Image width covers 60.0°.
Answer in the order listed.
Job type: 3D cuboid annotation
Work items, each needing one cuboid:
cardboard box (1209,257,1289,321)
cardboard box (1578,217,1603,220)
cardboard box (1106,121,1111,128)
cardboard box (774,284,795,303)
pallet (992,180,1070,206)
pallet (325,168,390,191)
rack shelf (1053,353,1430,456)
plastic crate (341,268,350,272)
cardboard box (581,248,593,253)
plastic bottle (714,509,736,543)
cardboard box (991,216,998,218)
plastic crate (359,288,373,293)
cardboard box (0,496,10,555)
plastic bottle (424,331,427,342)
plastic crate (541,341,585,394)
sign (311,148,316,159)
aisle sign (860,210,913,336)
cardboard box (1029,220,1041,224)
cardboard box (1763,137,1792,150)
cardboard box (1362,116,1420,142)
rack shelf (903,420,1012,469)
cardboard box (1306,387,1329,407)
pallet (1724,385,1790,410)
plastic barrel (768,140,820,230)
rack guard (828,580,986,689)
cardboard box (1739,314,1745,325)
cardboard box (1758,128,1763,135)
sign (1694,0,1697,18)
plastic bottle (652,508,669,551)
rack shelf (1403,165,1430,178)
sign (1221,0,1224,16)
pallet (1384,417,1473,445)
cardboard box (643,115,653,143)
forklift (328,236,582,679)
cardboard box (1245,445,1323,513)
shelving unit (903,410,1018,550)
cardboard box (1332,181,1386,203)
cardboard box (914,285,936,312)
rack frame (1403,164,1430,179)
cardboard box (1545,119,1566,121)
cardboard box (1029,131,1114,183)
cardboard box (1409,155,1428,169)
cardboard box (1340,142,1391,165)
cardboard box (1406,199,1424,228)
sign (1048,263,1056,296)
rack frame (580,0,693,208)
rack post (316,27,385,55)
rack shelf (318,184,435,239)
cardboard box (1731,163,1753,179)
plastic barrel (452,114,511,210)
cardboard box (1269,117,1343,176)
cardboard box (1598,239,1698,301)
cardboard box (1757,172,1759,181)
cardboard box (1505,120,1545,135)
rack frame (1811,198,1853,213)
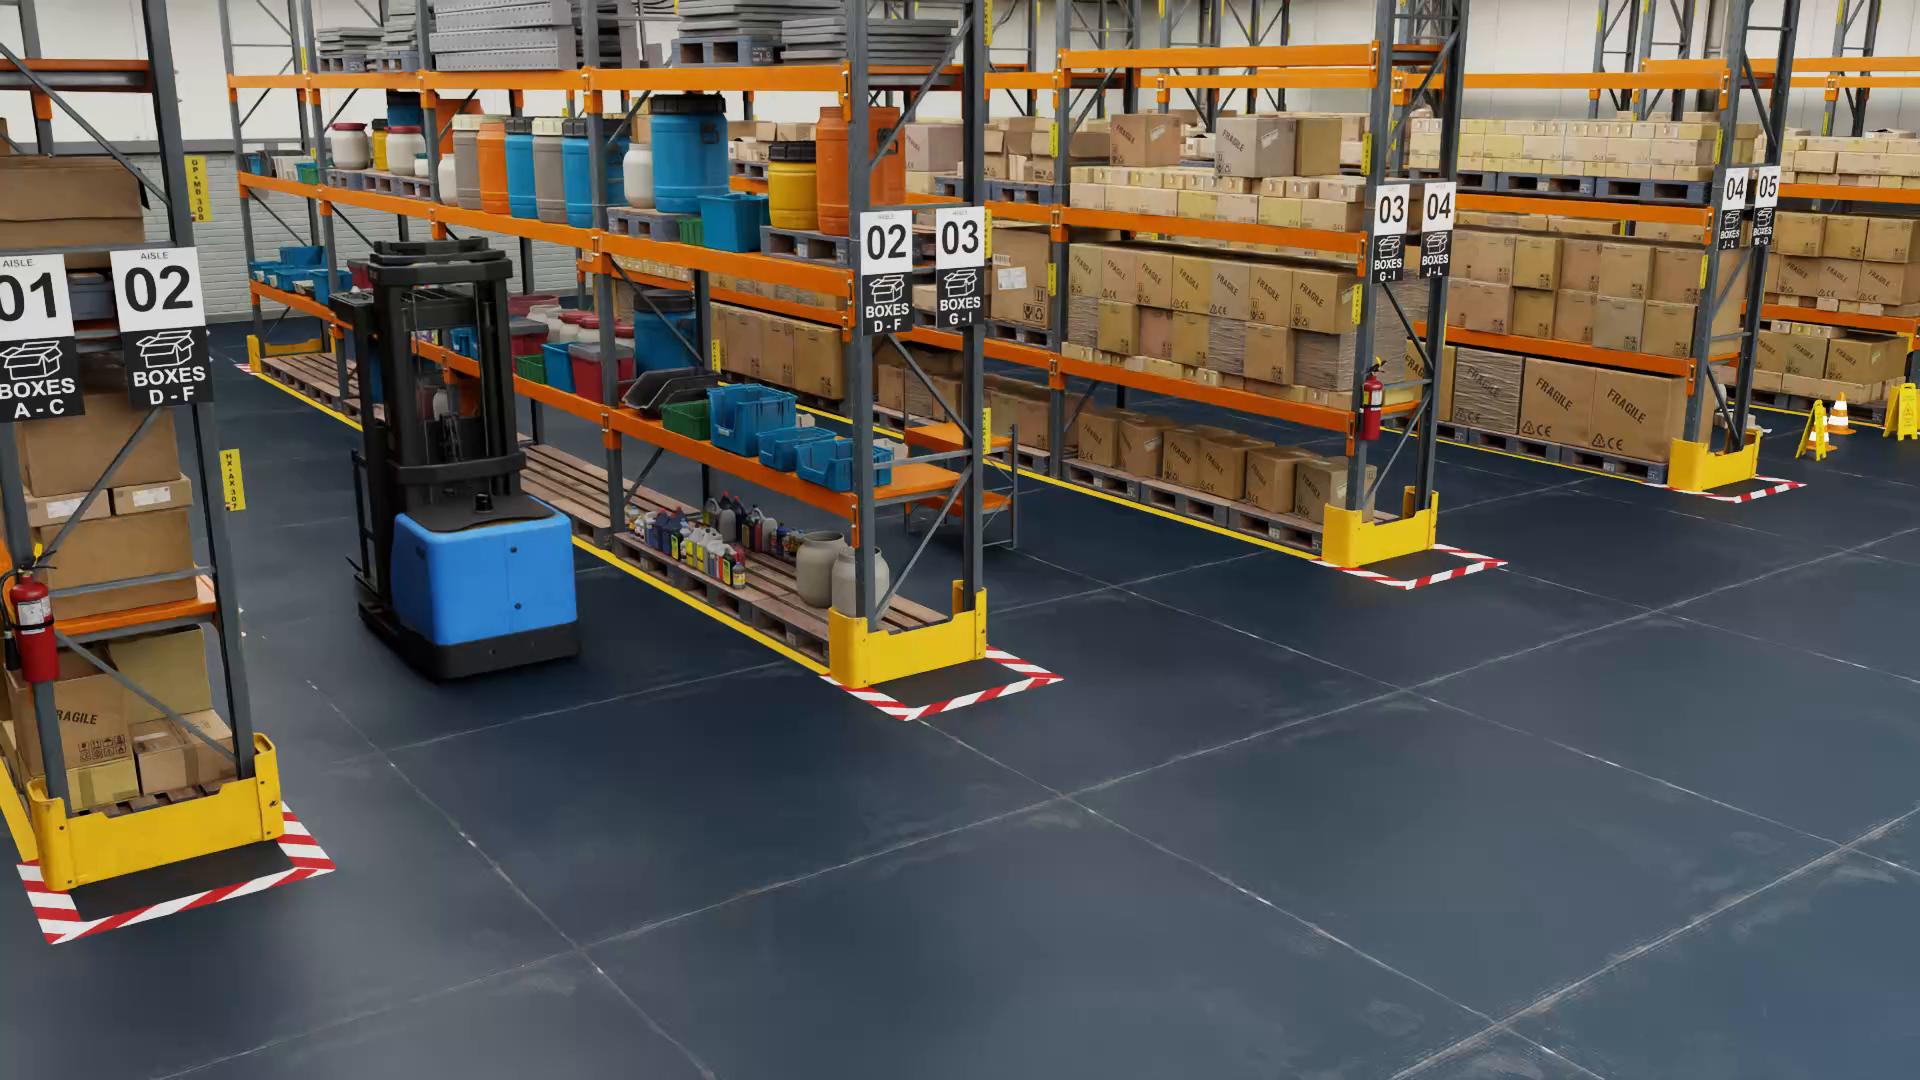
[{"bbox_3d":[2.616,-2.277,15.068,0.500,0.500,0.500,-11,19,-35],"label":"cardboard box"},{"bbox_3d":[9.055,-4.349,23.737,0.500,0.500,0.500,-11,19,-34],"label":"cardboard box"},{"bbox_3d":[2.675,-7.809,31.543,0.500,0.250,0.500,-13,20,-40],"label":"cardboard box"},{"bbox_3d":[-2.061,-3.353,21.454,0.500,0.500,0.500,-12,19,-36],"label":"cardboard box"},{"bbox_3d":[1.101,-3.670,17.477,1.213,0.211,1.003,-11,19,-35],"label":"pallet"},{"bbox_3d":[-6.792,-4.308,19.811,1.213,0.211,1.003,-11,19,-35],"label":"pallet"},{"bbox_3d":[2.554,-1.391,15.841,1.077,0.370,4.000,-11,19,-35],"label":"rack shelf"},{"bbox_3d":[-8.081,-3.431,22.042,0.437,0.282,0.530,-11,19,-35],"label":"plastic crate"},{"bbox_3d":[-5.614,-4.655,26.121,0.500,0.250,0.500,-11,19,-36],"label":"cardboard box"},{"bbox_3d":[-2.009,-0.133,14.206,0.152,0.276,0.135,-11,19,-35],"label":"plastic bottle"},{"bbox_3d":[0.250,-5.354,26.310,0.500,0.500,0.500,-12,19,-36],"label":"cardboard box"},{"bbox_3d":[-7.490,-3.128,21.210,0.396,0.136,0.243,-11,19,-35],"label":"plastic crate"},{"bbox_3d":[-5.462,-0.255,10.135,0.700,0.500,0.500,-10,18,-33],"label":"cardboard box"},{"bbox_3d":[-5.752,-2.252,17.998,0.097,0.201,0.097,0,15,0],"label":"plastic bottle"},{"bbox_3d":[-3.529,-1.576,15.183,0.392,0.384,0.575,-11,19,-35],"label":"plastic crate"},{"bbox_3d":[-9.249,-5.444,23.802,0.100,0.325,0.005,-11,19,-35],"label":"sign"},{"bbox_3d":[-0.475,-1.735,10.809,0.394,0.787,0.004,-11,19,-35],"label":"aisle sign"},{"bbox_3d":[1.298,-4.878,25.769,0.380,0.149,0.250,-12,19,-36],"label":"cardboard box"},{"bbox_3d":[10.296,-4.977,20.861,0.380,0.149,0.250,-10,18,-33],"label":"cardboard box"},{"bbox_3d":[6.698,-6.314,25.790,0.797,0.503,0.637,-12,20,-38],"label":"cardboard box"},{"bbox_3d":[-0.004,-0.826,14.856,0.538,0.278,1.000,-11,19,-35],"label":"rack shelf"},{"bbox_3d":[3.249,-1.272,14.519,0.380,0.149,0.250,-11,19,-35],"label":"cardboard box"},{"bbox_3d":[10.539,-1.960,21.838,1.003,0.211,1.213,-11,19,-35],"label":"pallet"},{"bbox_3d":[-1.050,-2.506,11.717,0.600,0.588,0.600,0,15,0],"label":"plastic barrel"},{"bbox_3d":[-0.359,0.654,11.739,1.175,0.500,0.348,-11,19,-35],"label":"rack guard"},{"bbox_3d":[10.012,-2.884,21.696,0.380,0.149,0.250,-10,18,-31],"label":"cardboard box"},{"bbox_3d":[12.333,-6.410,26.316,0.500,0.311,0.500,-12,19,-36],"label":"cardboard box"},{"bbox_3d":[9.843,-7.166,22.294,0.100,0.325,0.005,-11,19,-35],"label":"sign"},{"bbox_3d":[-2.490,-0.094,13.924,0.144,0.351,0.185,-10,18,-33],"label":"plastic bottle"},{"bbox_3d":[8.218,-5.231,24.185,1.077,0.370,4.000,-11,19,-35],"label":"rack shelf"},{"bbox_3d":[3.544,-7.275,22.542,0.100,0.325,0.005,-11,19,-35],"label":"sign"},{"bbox_3d":[5.833,-1.394,19.770,1.003,0.211,1.213,-11,19,-35],"label":"pallet"},{"bbox_3d":[-4.147,-5.893,24.068,0.700,0.500,0.500,-10,18,-32],"label":"cardboard box"},{"bbox_3d":[-3.953,-0.793,12.421,1.130,2.935,3.031,-10,18,-33],"label":"forklift"},{"bbox_3d":[2.997,-0.567,15.403,0.500,0.500,0.500,-6,16,-20],"label":"cardboard box"},{"bbox_3d":[-0.004,-0.544,14.933,0.538,1.125,1.048,-11,19,-35],"label":"shelving unit"},{"bbox_3d":[3.314,-2.889,13.796,0.380,0.149,0.250,-11,19,-35],"label":"cardboard box"},{"bbox_3d":[-0.175,-2.756,18.953,0.500,0.250,0.500,-12,19,-36],"label":"cardboard box"},{"bbox_3d":[7.042,-4.558,26.047,1.000,3.000,0.127,-11,19,-35],"label":"rack frame"},{"bbox_3d":[6.664,-4.577,18.414,0.380,0.149,0.250,-11,19,-35],"label":"cardboard box"},{"bbox_3d":[1.181,-3.980,17.264,0.797,0.503,0.637,-12,19,-37],"label":"cardboard box"},{"bbox_3d":[5.388,-4.360,19.132,0.380,0.149,0.250,-11,19,-35],"label":"cardboard box"},{"bbox_3d":[4.904,-4.665,20.056,0.500,0.250,0.500,-11,19,-34],"label":"cardboard box"},{"bbox_3d":[3.655,-2.829,14.331,0.500,0.250,0.500,-10,18,-33],"label":"cardboard box"},{"bbox_3d":[0.931,-2.637,16.836,0.100,0.325,0.005,-11,19,-35],"label":"sign"},{"bbox_3d":[-2.629,-4.290,13.705,1.000,3.000,0.127,-11,19,-35],"label":"rack frame"},{"bbox_3d":[-6.862,-5.777,19.282,0.937,0.300,0.954,-11,19,-36],"label":"rack post"},{"bbox_3d":[-6.156,-3.778,18.877,1.077,0.370,4.000,-11,19,-35],"label":"rack shelf"},{"bbox_3d":[7.859,-3.759,16.937,0.380,0.149,0.250,-11,19,-34],"label":"cardboard box"},{"bbox_3d":[-4.673,-3.730,16.392,0.600,0.901,0.600,0,15,0],"label":"plastic barrel"},{"bbox_3d":[3.075,-3.550,14.982,0.500,0.500,0.500,-11,19,-35],"label":"cardboard box"},{"bbox_3d":[7.216,-2.841,17.445,0.875,0.550,0.550,-11,19,-35],"label":"cardboard box"},{"bbox_3d":[10.286,-4.595,20.975,0.380,0.149,0.250,-11,19,-34],"label":"cardboard box"},{"bbox_3d":[6.138,-4.473,18.034,0.380,0.149,0.250,-11,19,-35],"label":"cardboard box"},{"bbox_3d":[13.407,-4.475,25.744,1.000,3.000,0.127,-11,19,-35],"label":"rack frame"}]
